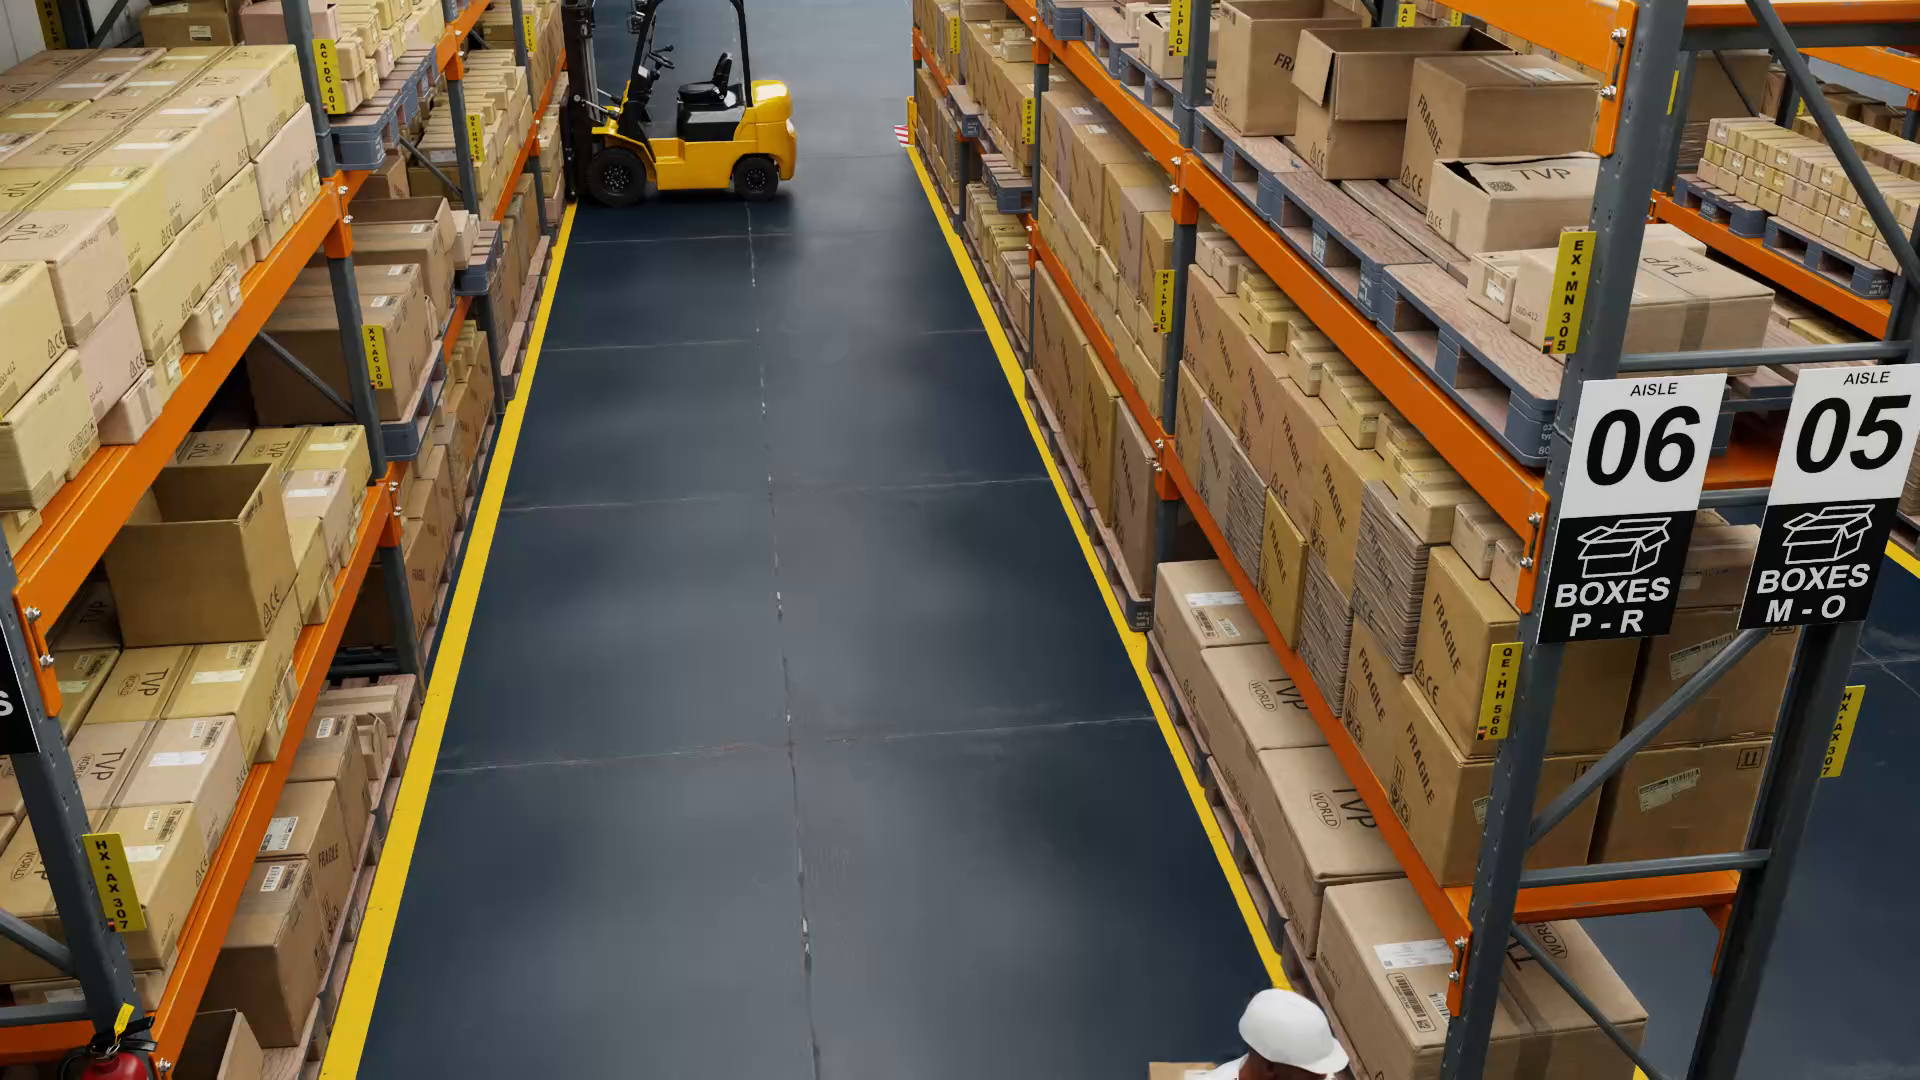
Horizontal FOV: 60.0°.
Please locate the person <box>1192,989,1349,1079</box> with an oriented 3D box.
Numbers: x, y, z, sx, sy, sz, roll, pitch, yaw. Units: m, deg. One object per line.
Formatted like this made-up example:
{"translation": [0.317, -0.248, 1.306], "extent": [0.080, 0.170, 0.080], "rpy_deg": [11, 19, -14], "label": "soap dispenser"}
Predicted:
{"translation": [0.850, 2.027, 4.590], "extent": [0.666, 1.733, 0.852], "rpy_deg": [-15, 31, -27], "label": "person"}
